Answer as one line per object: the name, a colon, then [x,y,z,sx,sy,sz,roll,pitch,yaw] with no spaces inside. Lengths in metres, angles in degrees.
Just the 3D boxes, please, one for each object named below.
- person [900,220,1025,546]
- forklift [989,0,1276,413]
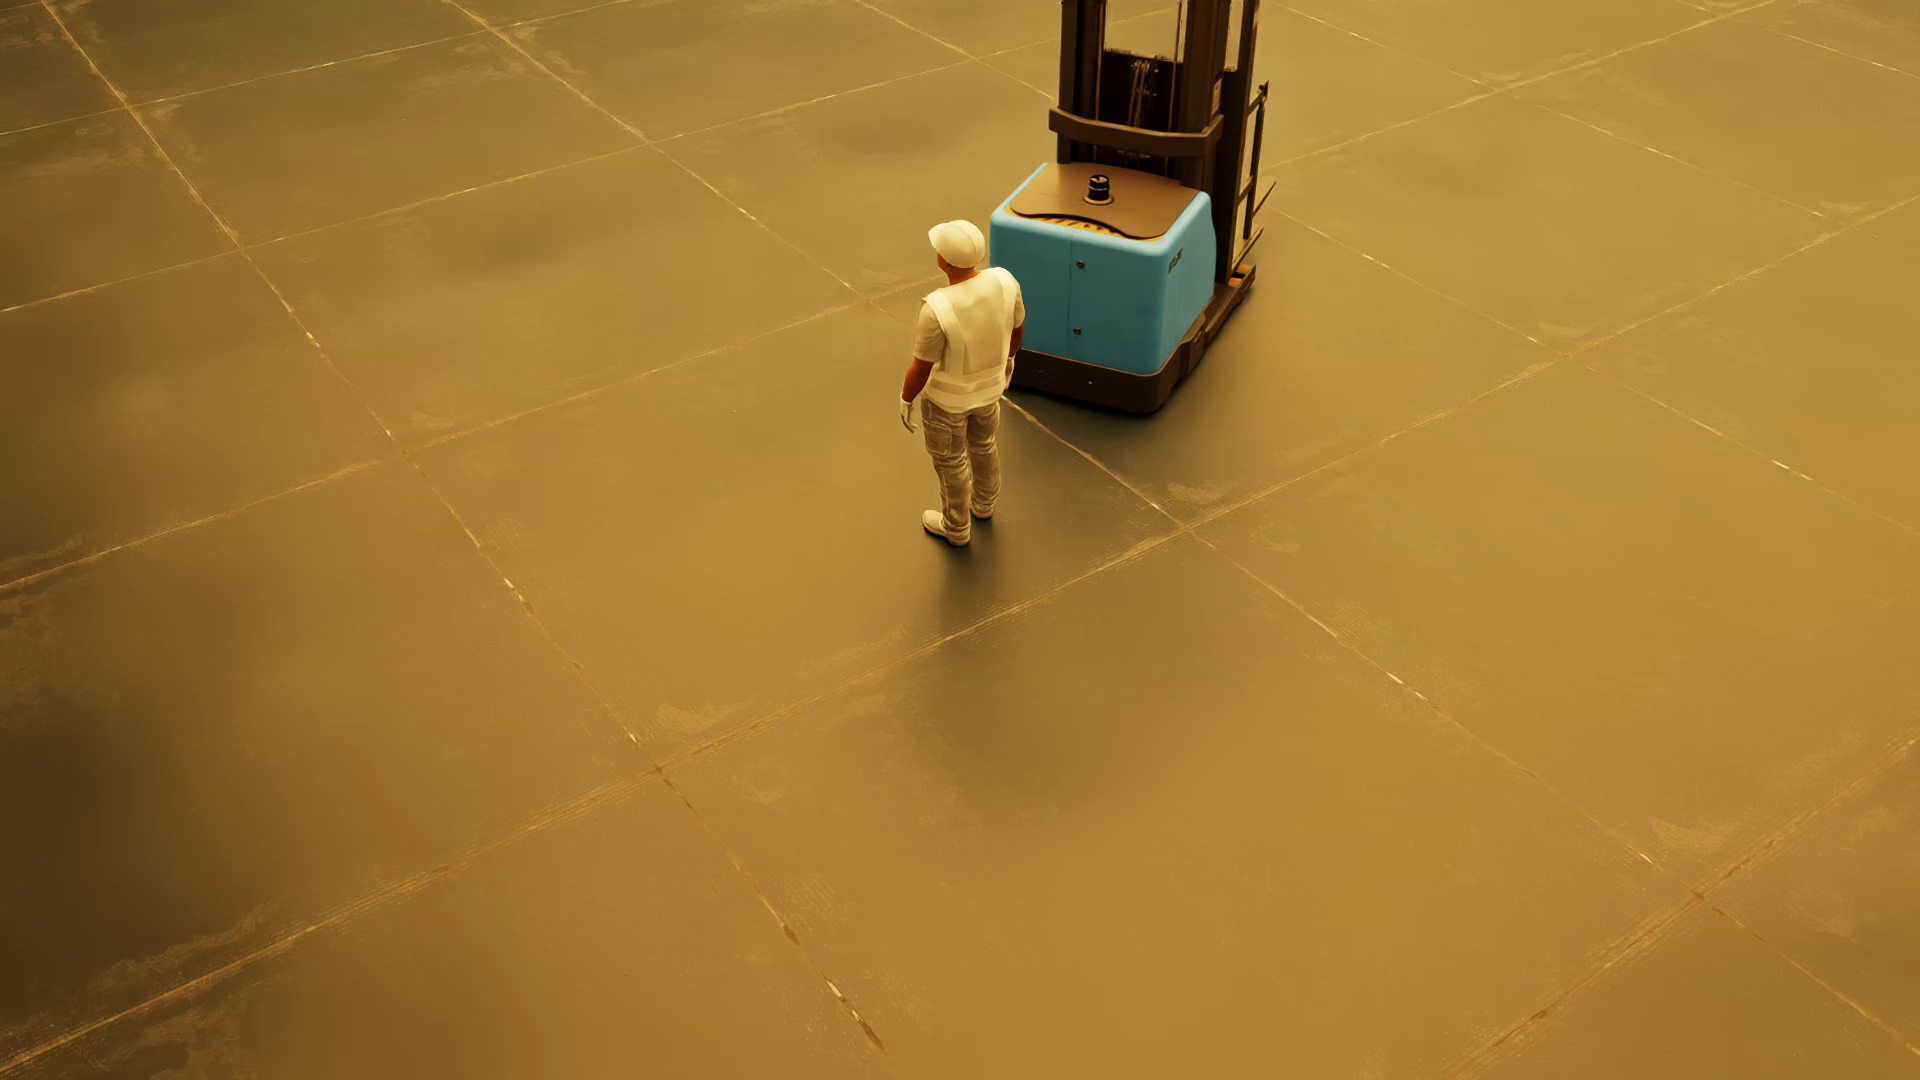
person: [-0.035,-0.760,7.927,0.656,1.781,0.577,-23,42,-28]
forklift: [1.224,-2.751,9.665,1.130,2.935,3.031,15,39,20]
